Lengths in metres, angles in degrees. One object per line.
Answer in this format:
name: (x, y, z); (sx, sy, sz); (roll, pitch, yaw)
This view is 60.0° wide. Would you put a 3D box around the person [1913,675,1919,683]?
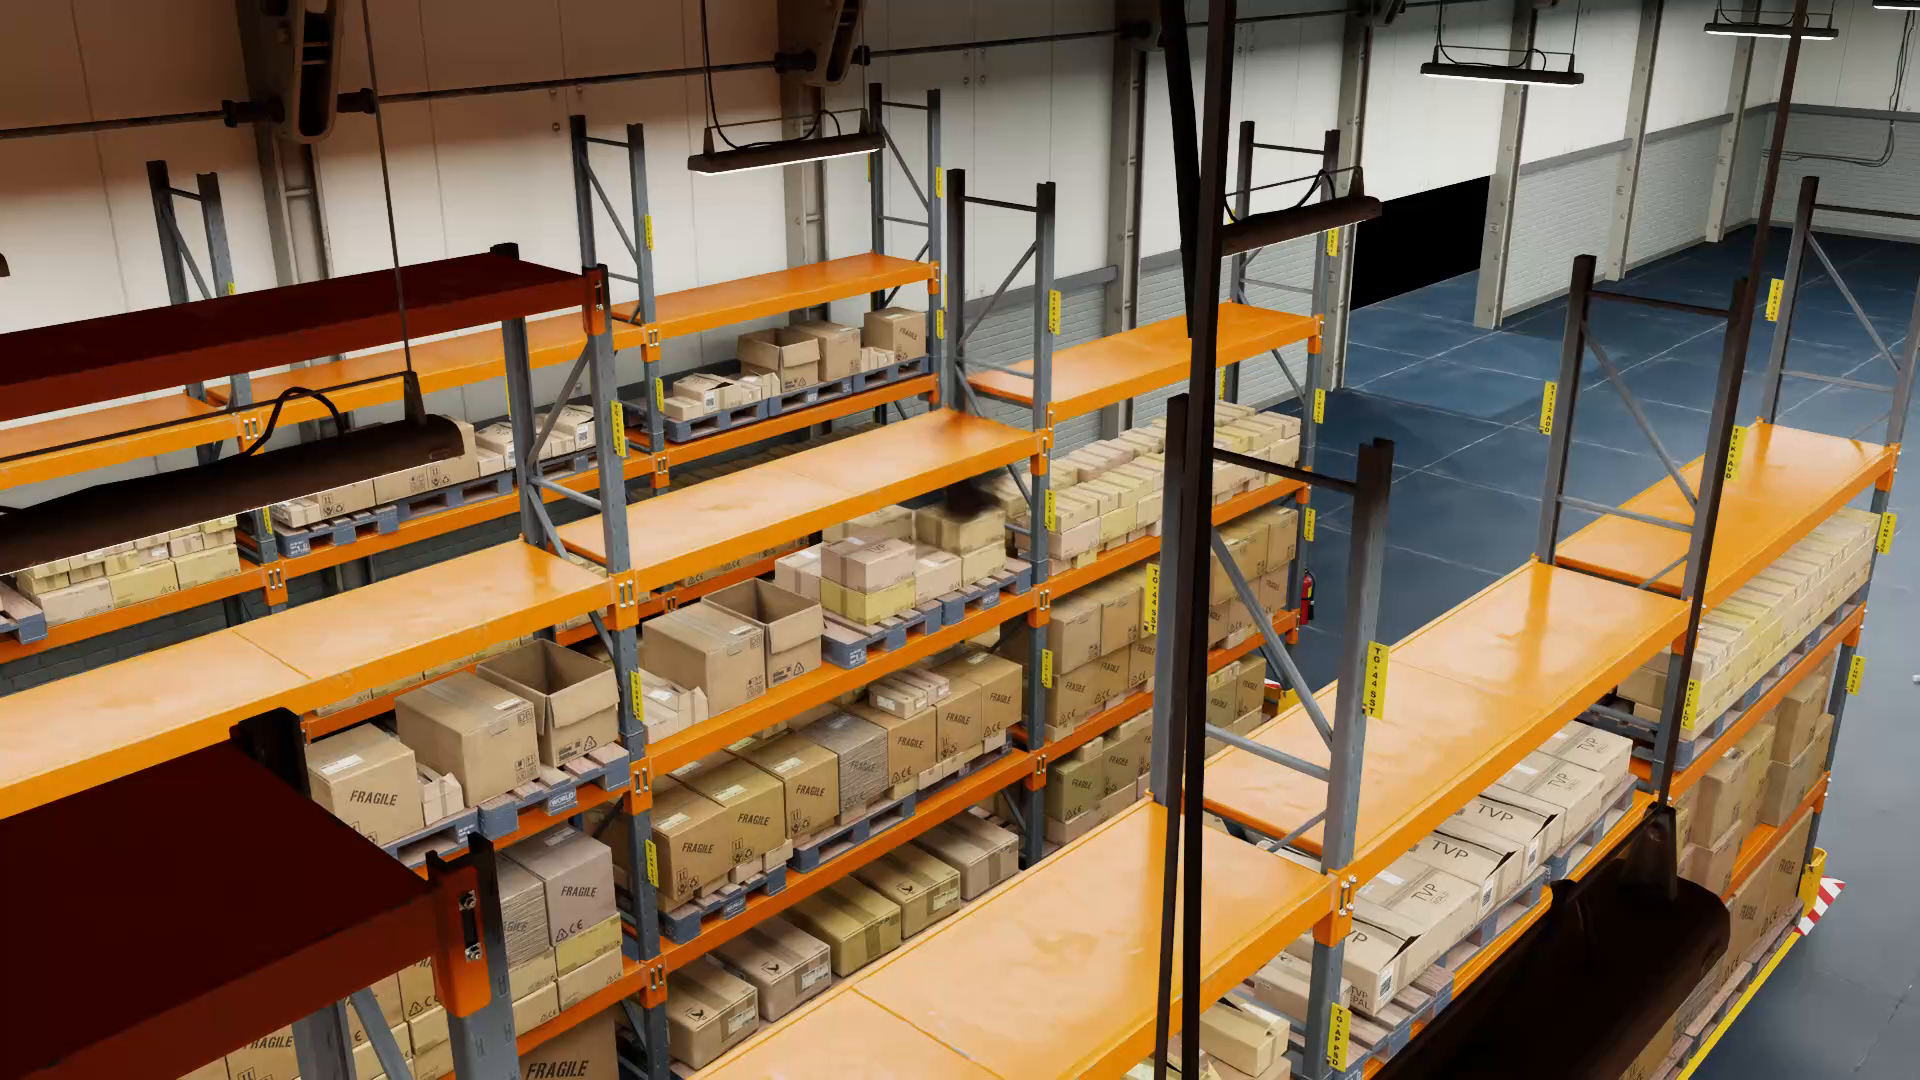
person: (10.420, 0.829, 17.435); (0.656, 1.780, 0.829); (-2, 21, -5)
